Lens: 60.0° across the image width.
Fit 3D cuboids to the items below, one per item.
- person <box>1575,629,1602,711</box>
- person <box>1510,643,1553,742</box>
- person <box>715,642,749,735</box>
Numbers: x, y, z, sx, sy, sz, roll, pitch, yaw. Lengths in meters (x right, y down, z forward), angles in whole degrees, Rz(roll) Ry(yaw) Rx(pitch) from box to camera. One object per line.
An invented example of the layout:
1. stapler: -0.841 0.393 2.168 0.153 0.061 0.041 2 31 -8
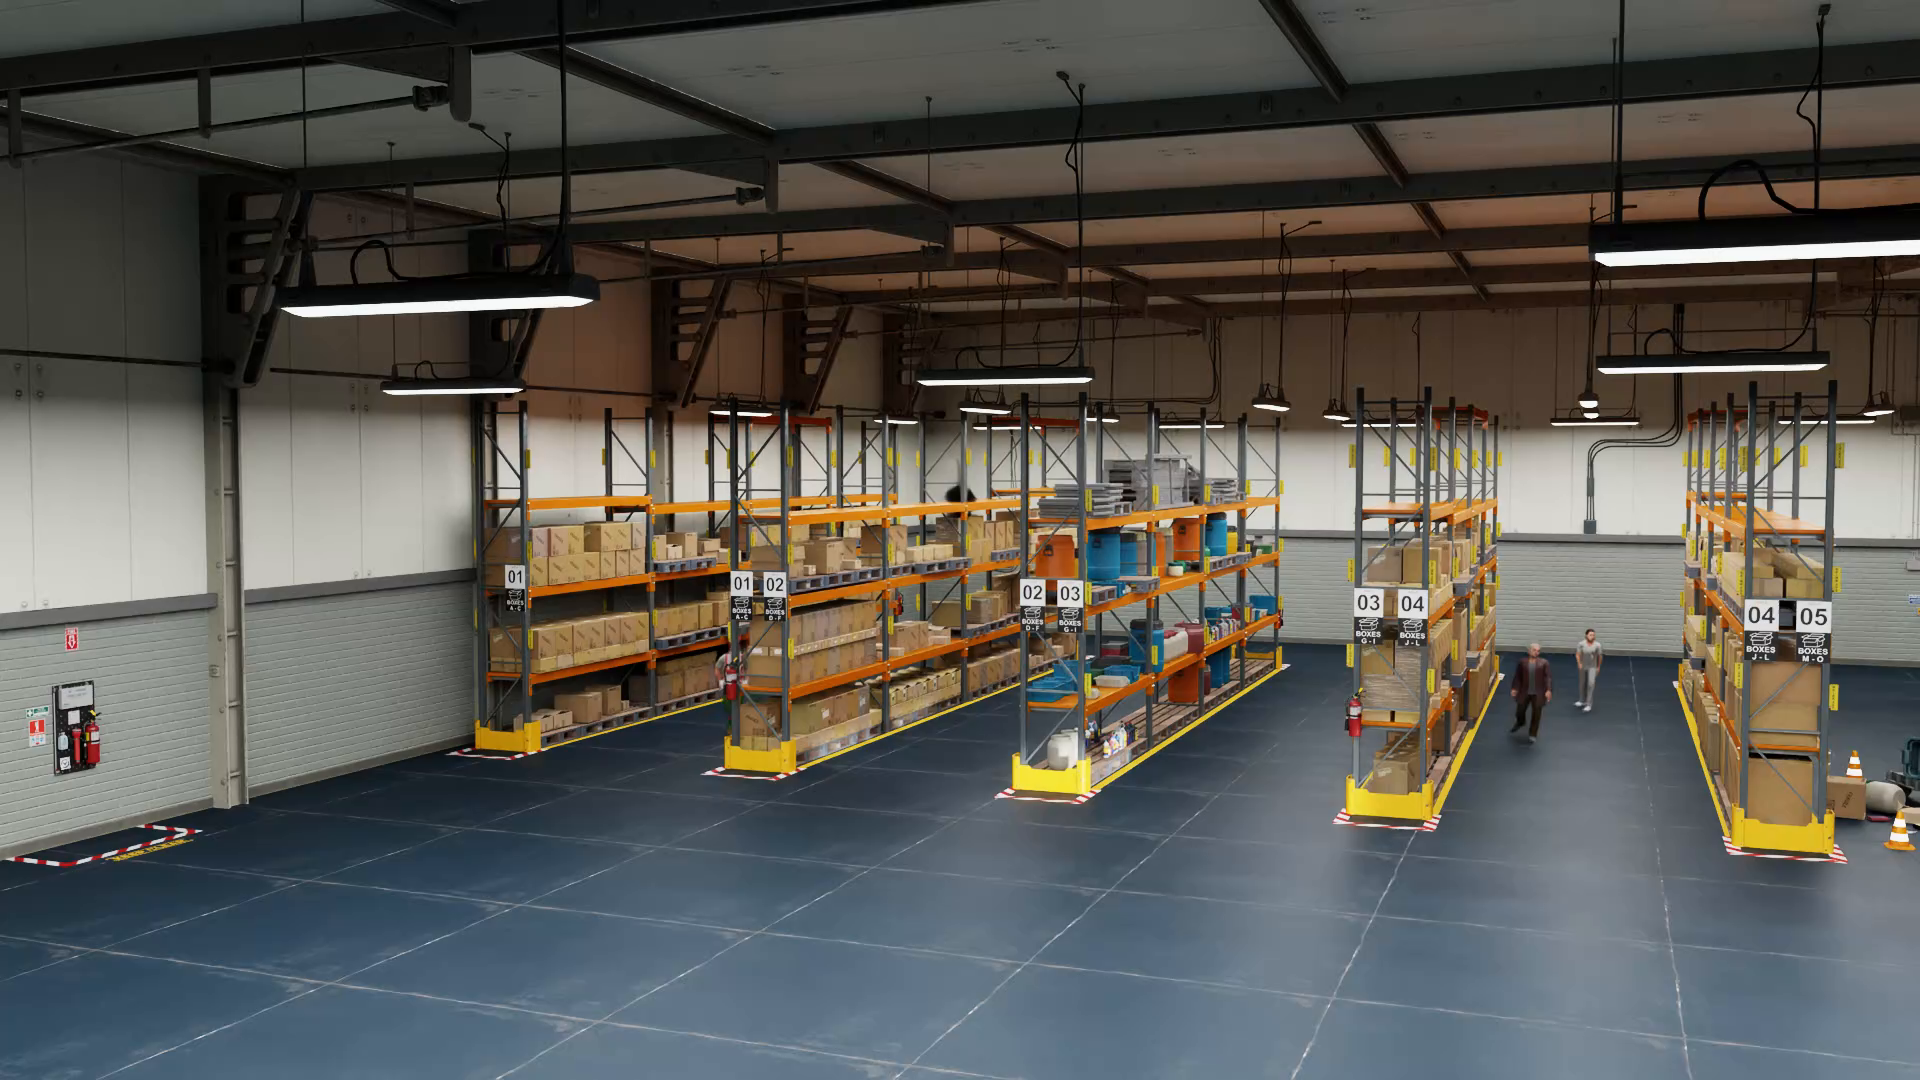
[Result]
1. person: 12.442 2.550 33.007 0.528 1.598 0.910 2 3 32
2. person: 10.134 2.689 29.481 0.755 1.746 0.716 1 3 24
3. person: -4.133 2.668 30.329 0.651 1.734 0.627 0 3 -2
